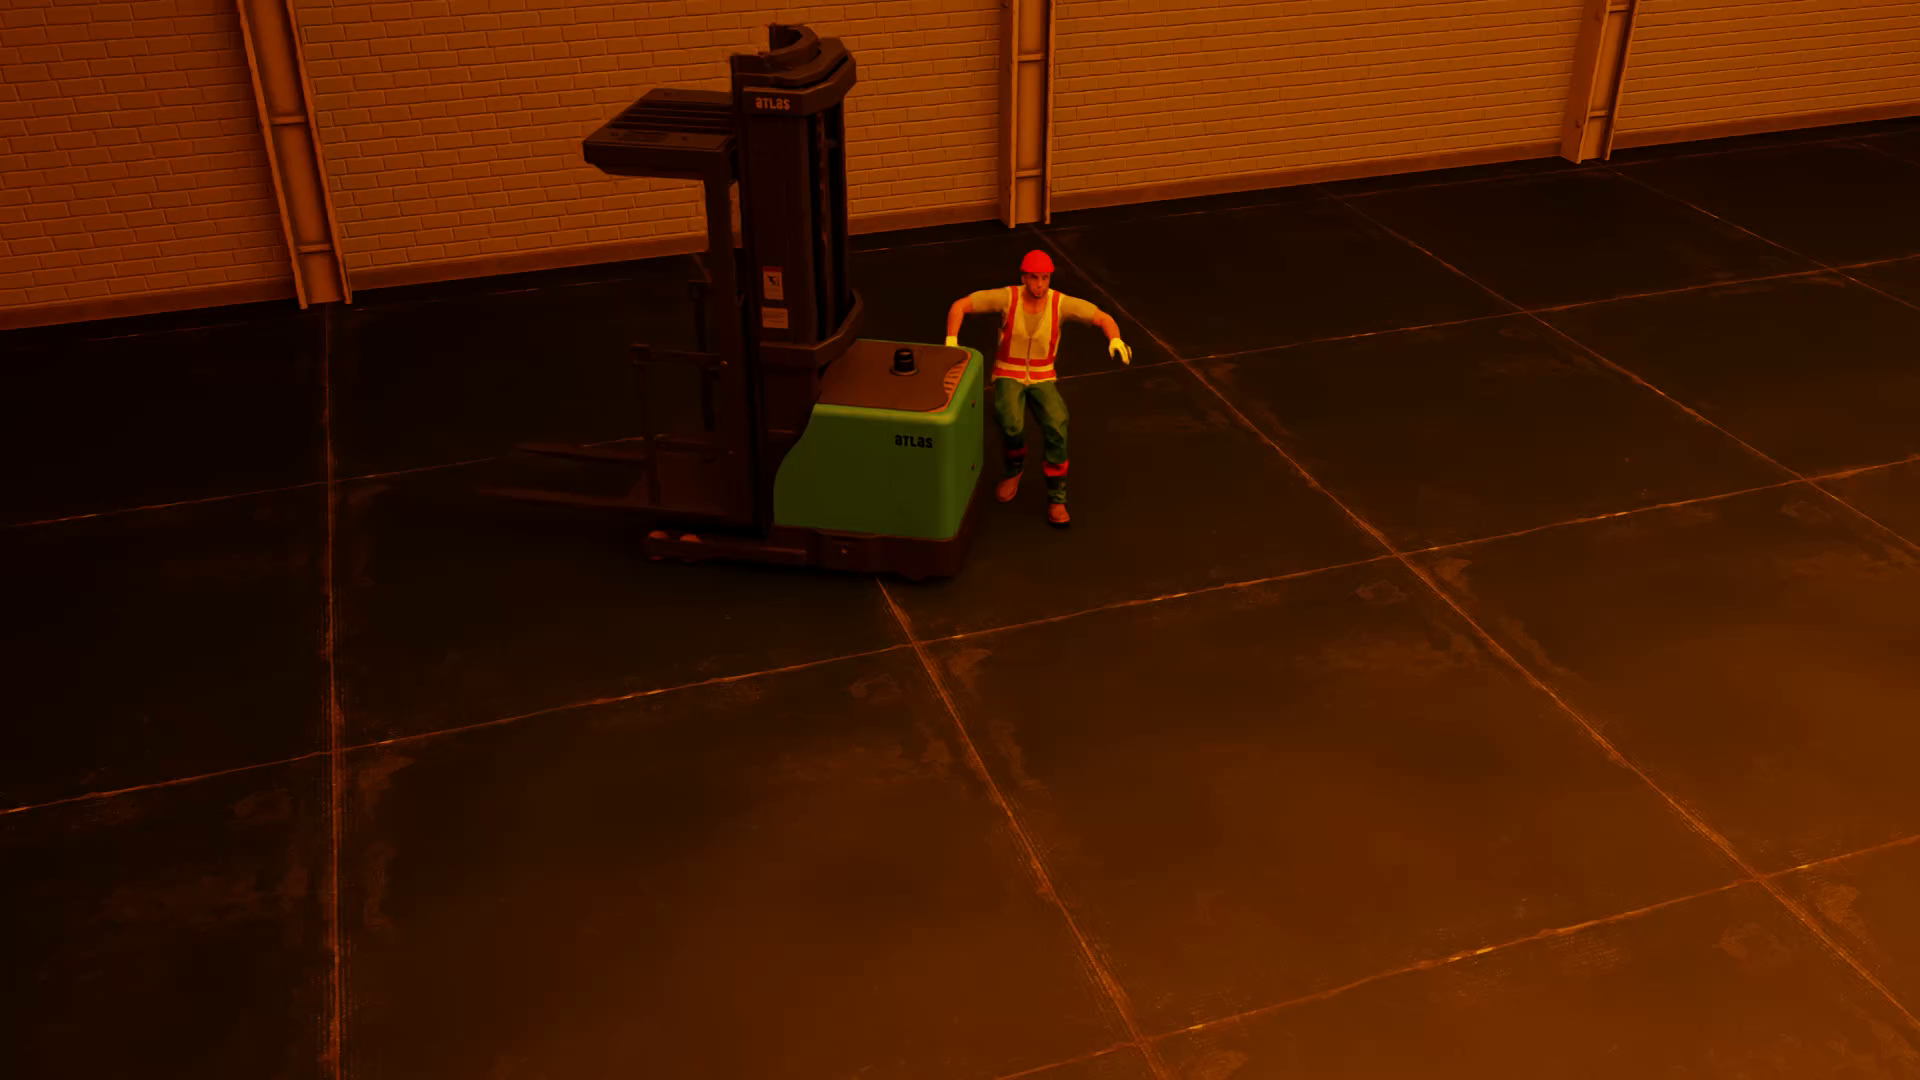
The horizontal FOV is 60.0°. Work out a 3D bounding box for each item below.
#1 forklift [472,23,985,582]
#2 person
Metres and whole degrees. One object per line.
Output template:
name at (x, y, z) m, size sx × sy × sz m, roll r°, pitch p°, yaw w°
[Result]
forklift at (-1.414, -1.387, 9.497) m, size 3.031 × 2.935 × 1.130 m, roll 6°, pitch 30°, yaw 10°
person at (0.426, -0.926, 10.082) m, size 1.133 × 1.564 × 0.860 m, roll -5°, pitch 30°, yaw -8°
